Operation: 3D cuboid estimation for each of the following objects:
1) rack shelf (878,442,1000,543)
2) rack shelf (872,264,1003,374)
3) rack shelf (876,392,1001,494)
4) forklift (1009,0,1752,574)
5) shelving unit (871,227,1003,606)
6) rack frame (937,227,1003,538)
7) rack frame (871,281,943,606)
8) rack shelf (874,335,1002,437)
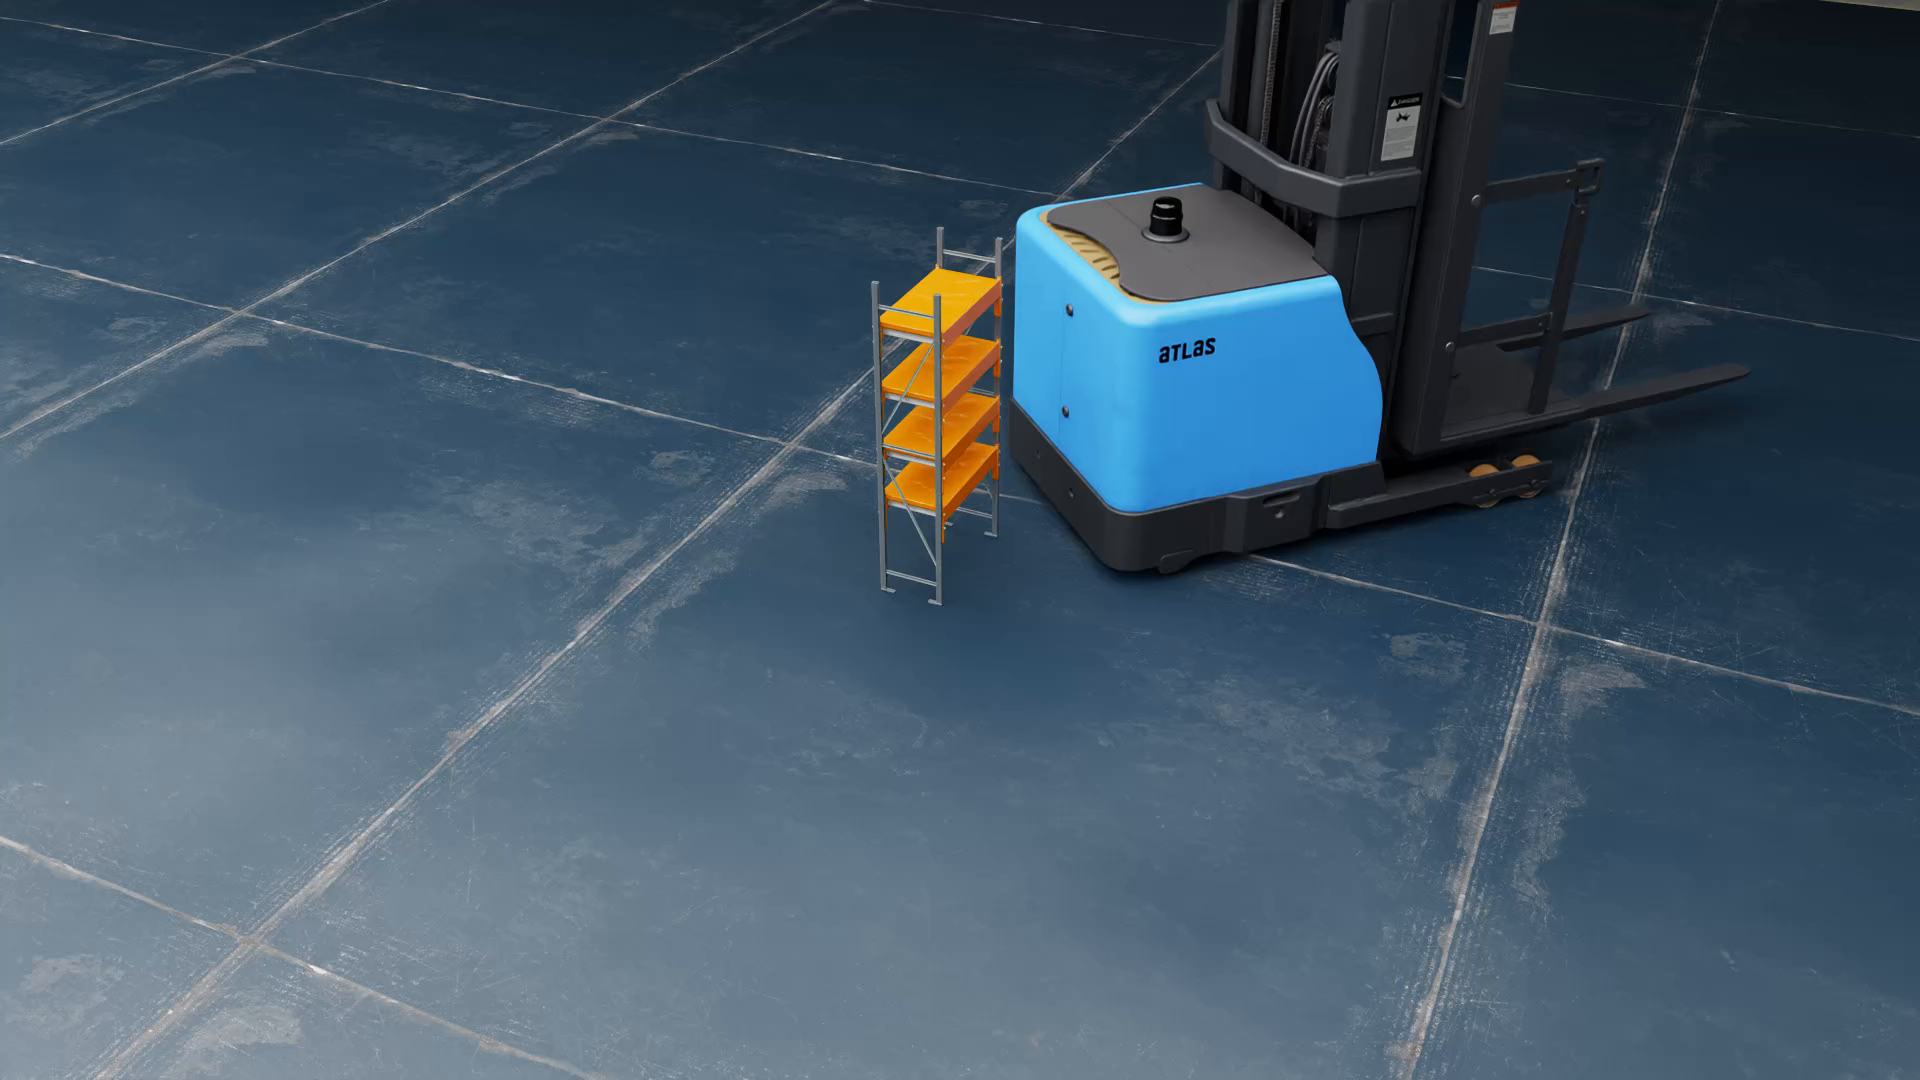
[{"bbox_3d":[-0.069,-0.197,5.941,0.258,0.148,0.480,14,36,20],"label":"rack shelf"},{"bbox_3d":[-0.069,-0.748,5.580,0.258,0.148,0.480,14,36,20],"label":"rack shelf"},{"bbox_3d":[-0.069,-0.363,5.832,0.258,0.148,0.480,14,36,20],"label":"rack shelf"},{"bbox_3d":[1.765,-1.607,6.028,3.031,2.935,1.130,-12,35,-18],"label":"forklift"},{"bbox_3d":[-0.069,-0.419,5.795,0.258,1.200,0.503,14,36,20],"label":"shelving unit"},{"bbox_3d":[0.033,-0.541,5.981,0.240,1.200,0.015,14,36,20],"label":"rack frame"},{"bbox_3d":[-0.171,-0.298,5.610,0.240,1.200,0.015,14,36,20],"label":"rack frame"},{"bbox_3d":[-0.069,-0.550,5.709,0.258,0.148,0.480,14,36,20],"label":"rack shelf"}]
